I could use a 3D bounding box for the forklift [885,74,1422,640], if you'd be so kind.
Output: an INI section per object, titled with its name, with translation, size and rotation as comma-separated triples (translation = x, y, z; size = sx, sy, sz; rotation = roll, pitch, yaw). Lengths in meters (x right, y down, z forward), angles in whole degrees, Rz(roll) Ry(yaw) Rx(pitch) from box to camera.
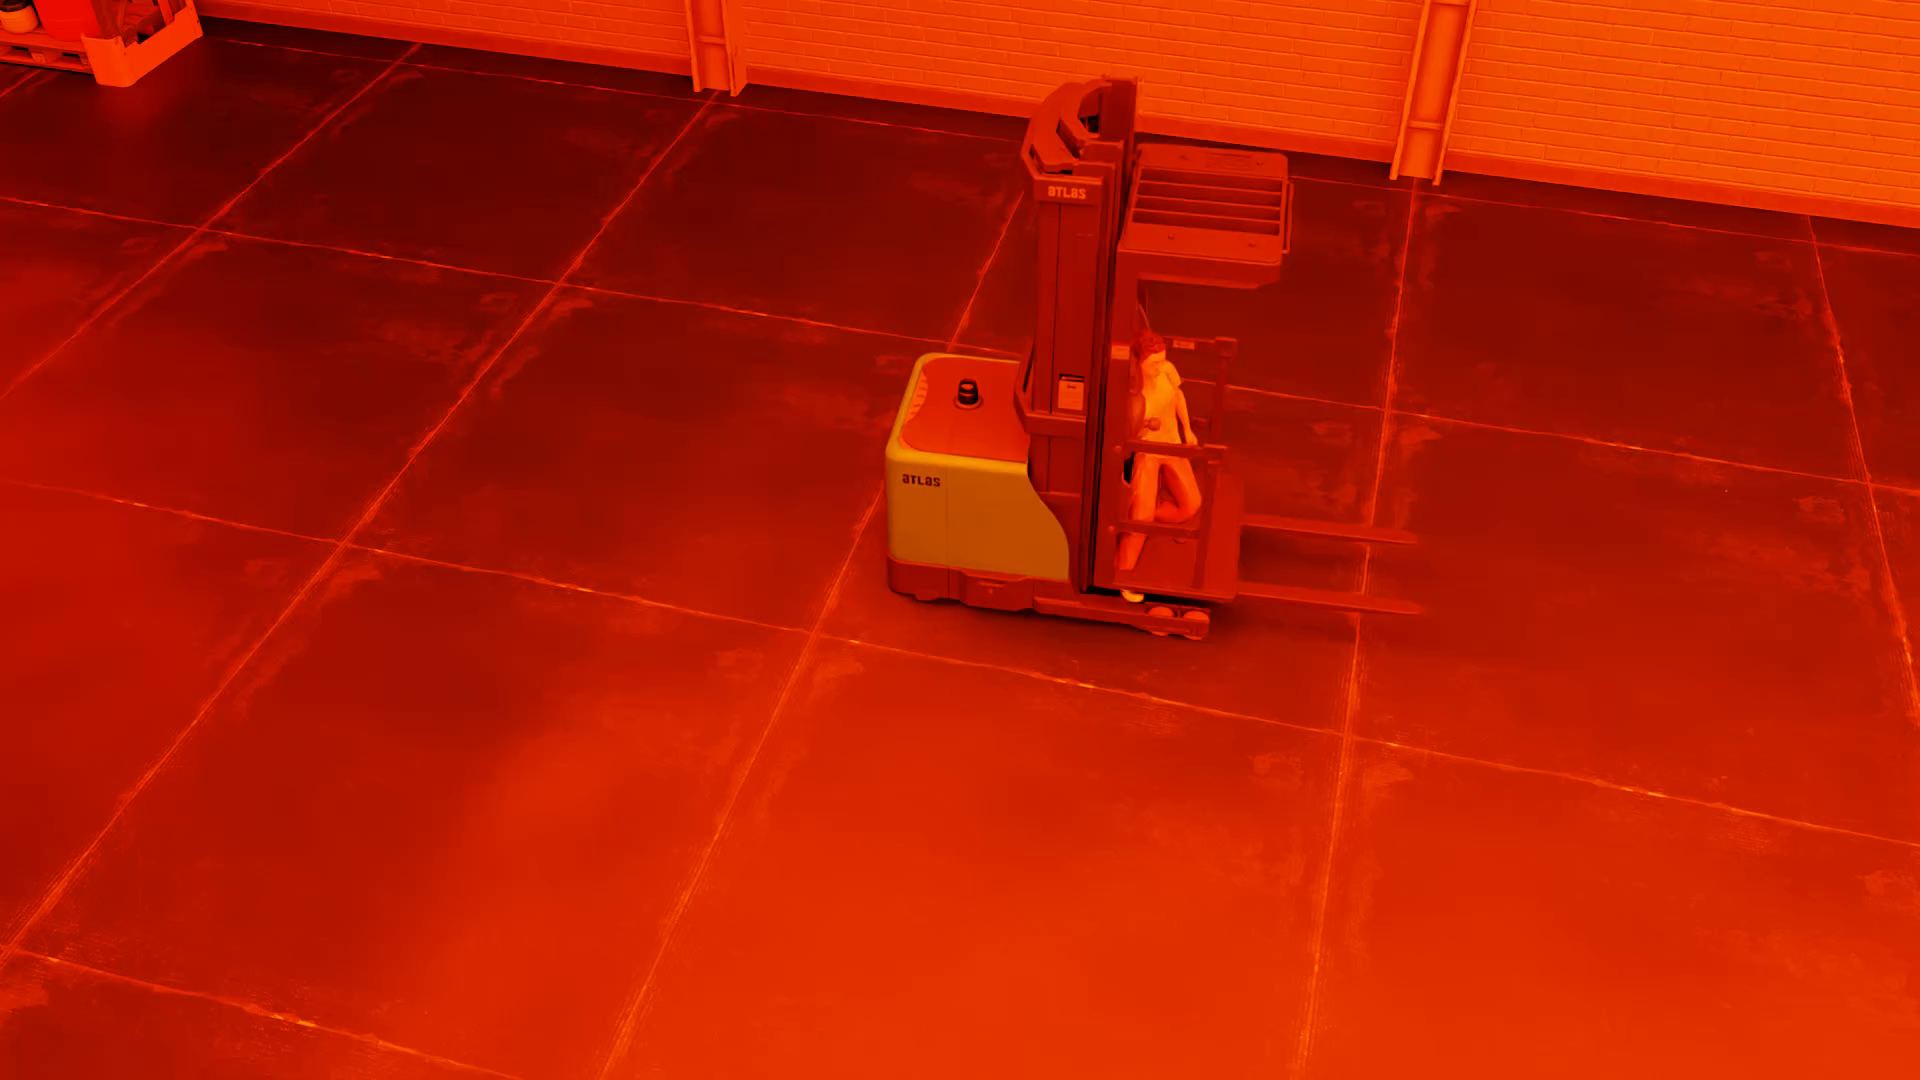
[forklift]
translation = 1.144, -0.918, 8.909
size = 3.031, 2.935, 1.130
rotation = 7, 42, 8

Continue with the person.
[person]
translation = 1.087, -0.435, 9.280
size = 0.728, 1.498, 0.713
rotation = -24, 47, -25
